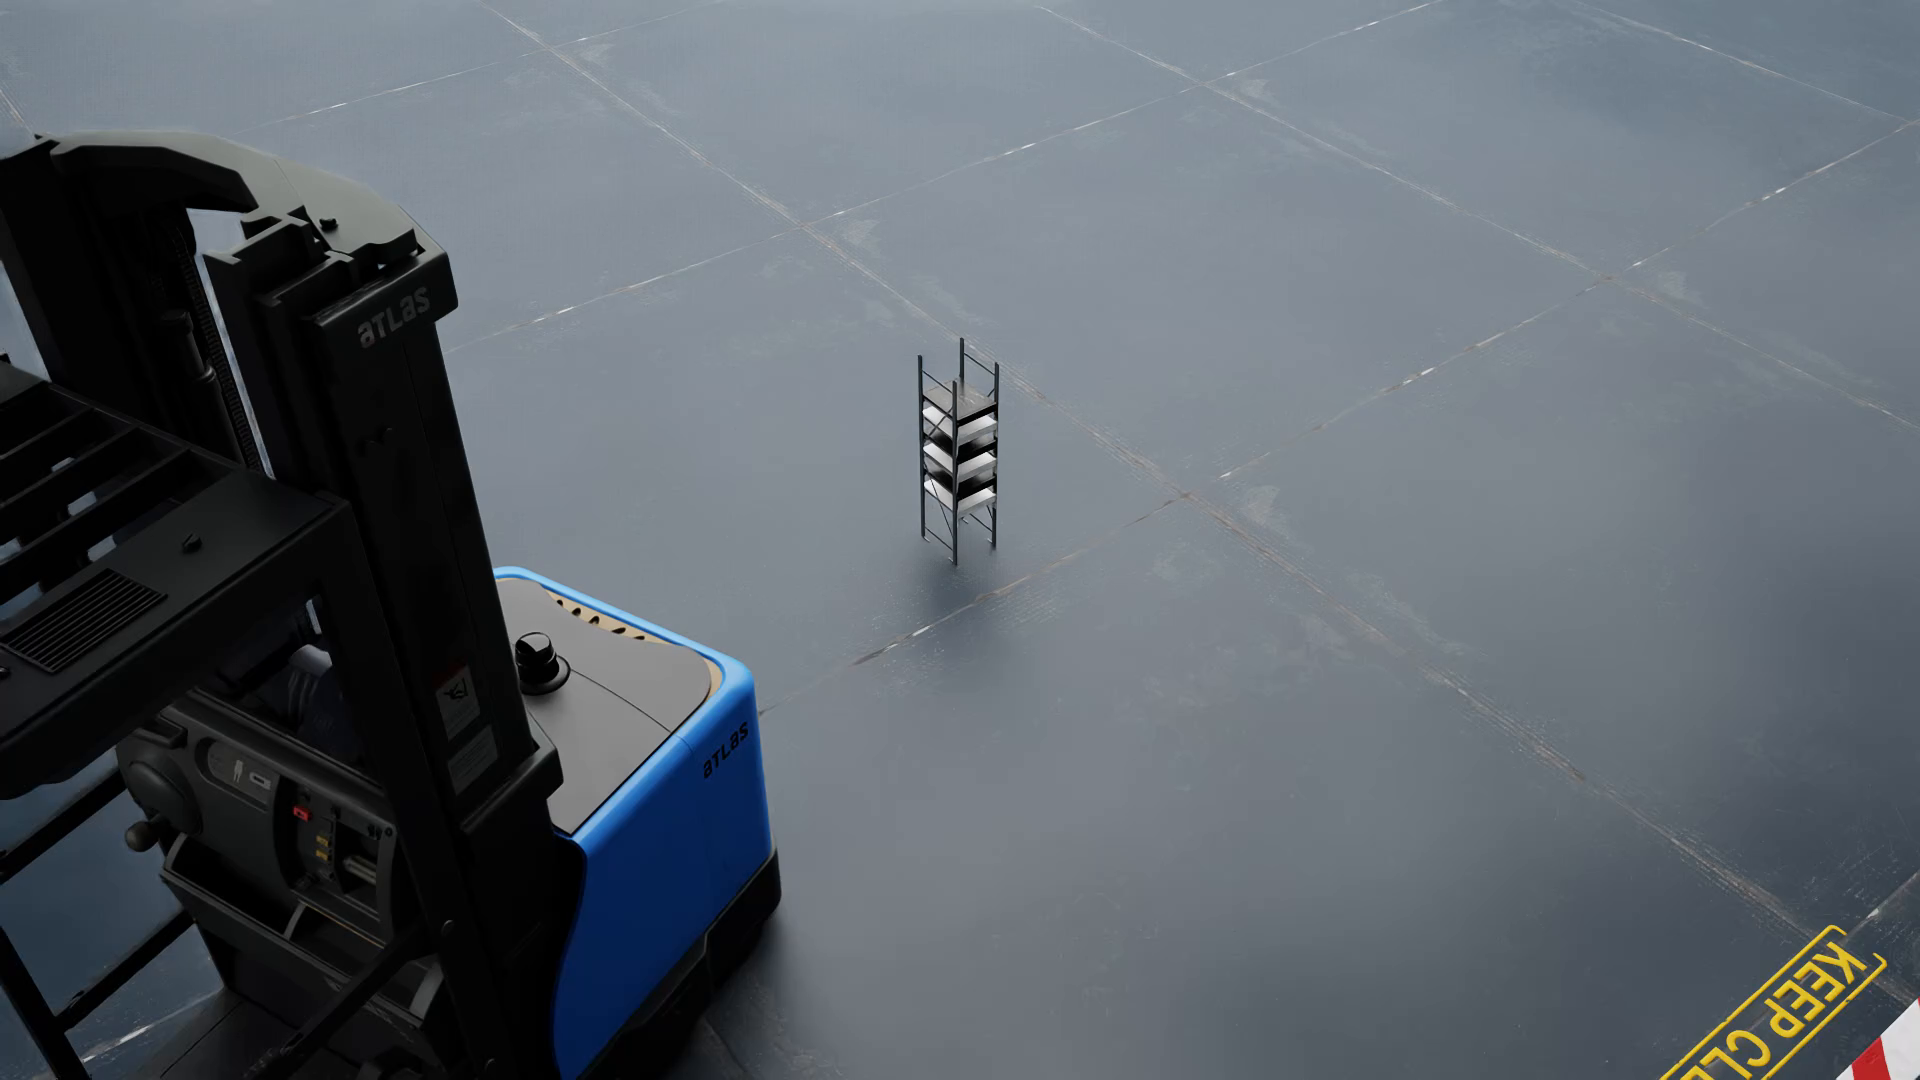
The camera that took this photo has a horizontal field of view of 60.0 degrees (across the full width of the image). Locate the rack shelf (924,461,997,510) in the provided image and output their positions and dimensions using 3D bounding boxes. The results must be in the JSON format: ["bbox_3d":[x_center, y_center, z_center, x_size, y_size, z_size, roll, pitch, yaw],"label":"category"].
[{"bbox_3d":[-0.006,-0.249,6.729,0.200,0.077,0.258,-26,46,-28],"label":"rack shelf"}]

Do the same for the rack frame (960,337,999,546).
[{"bbox_3d":[0.074,-0.384,6.699,0.006,0.900,0.240,-26,46,-28],"label":"rack frame"}]

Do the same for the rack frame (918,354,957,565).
[{"bbox_3d":[-0.087,-0.305,6.603,0.006,0.900,0.240,-26,46,-28],"label":"rack frame"}]

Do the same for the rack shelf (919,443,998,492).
[{"bbox_3d":[-0.006,-0.319,6.672,0.200,0.077,0.258,-26,46,-28],"label":"rack shelf"}]

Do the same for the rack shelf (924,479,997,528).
[{"bbox_3d":[-0.006,-0.180,6.786,0.200,0.077,0.258,-26,46,-28],"label":"rack shelf"}]

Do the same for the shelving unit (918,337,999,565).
[{"bbox_3d":[-0.006,-0.345,6.651,0.210,0.900,0.258,-26,46,-28],"label":"shelving unit"}]

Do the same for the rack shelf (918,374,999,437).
[{"bbox_3d":[-0.006,-0.528,6.501,0.200,0.077,0.258,-26,46,-28],"label":"rack shelf"}]

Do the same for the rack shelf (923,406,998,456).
[{"bbox_3d":[-0.006,-0.458,6.558,0.200,0.077,0.258,-26,46,-28],"label":"rack shelf"}]

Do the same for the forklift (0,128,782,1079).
[{"bbox_3d":[-1.760,0.716,3.756,1.130,2.935,3.031,20,44,23],"label":"forklift"}]

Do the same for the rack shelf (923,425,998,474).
[{"bbox_3d":[-0.006,-0.389,6.615,0.200,0.077,0.258,-26,46,-28],"label":"rack shelf"}]
